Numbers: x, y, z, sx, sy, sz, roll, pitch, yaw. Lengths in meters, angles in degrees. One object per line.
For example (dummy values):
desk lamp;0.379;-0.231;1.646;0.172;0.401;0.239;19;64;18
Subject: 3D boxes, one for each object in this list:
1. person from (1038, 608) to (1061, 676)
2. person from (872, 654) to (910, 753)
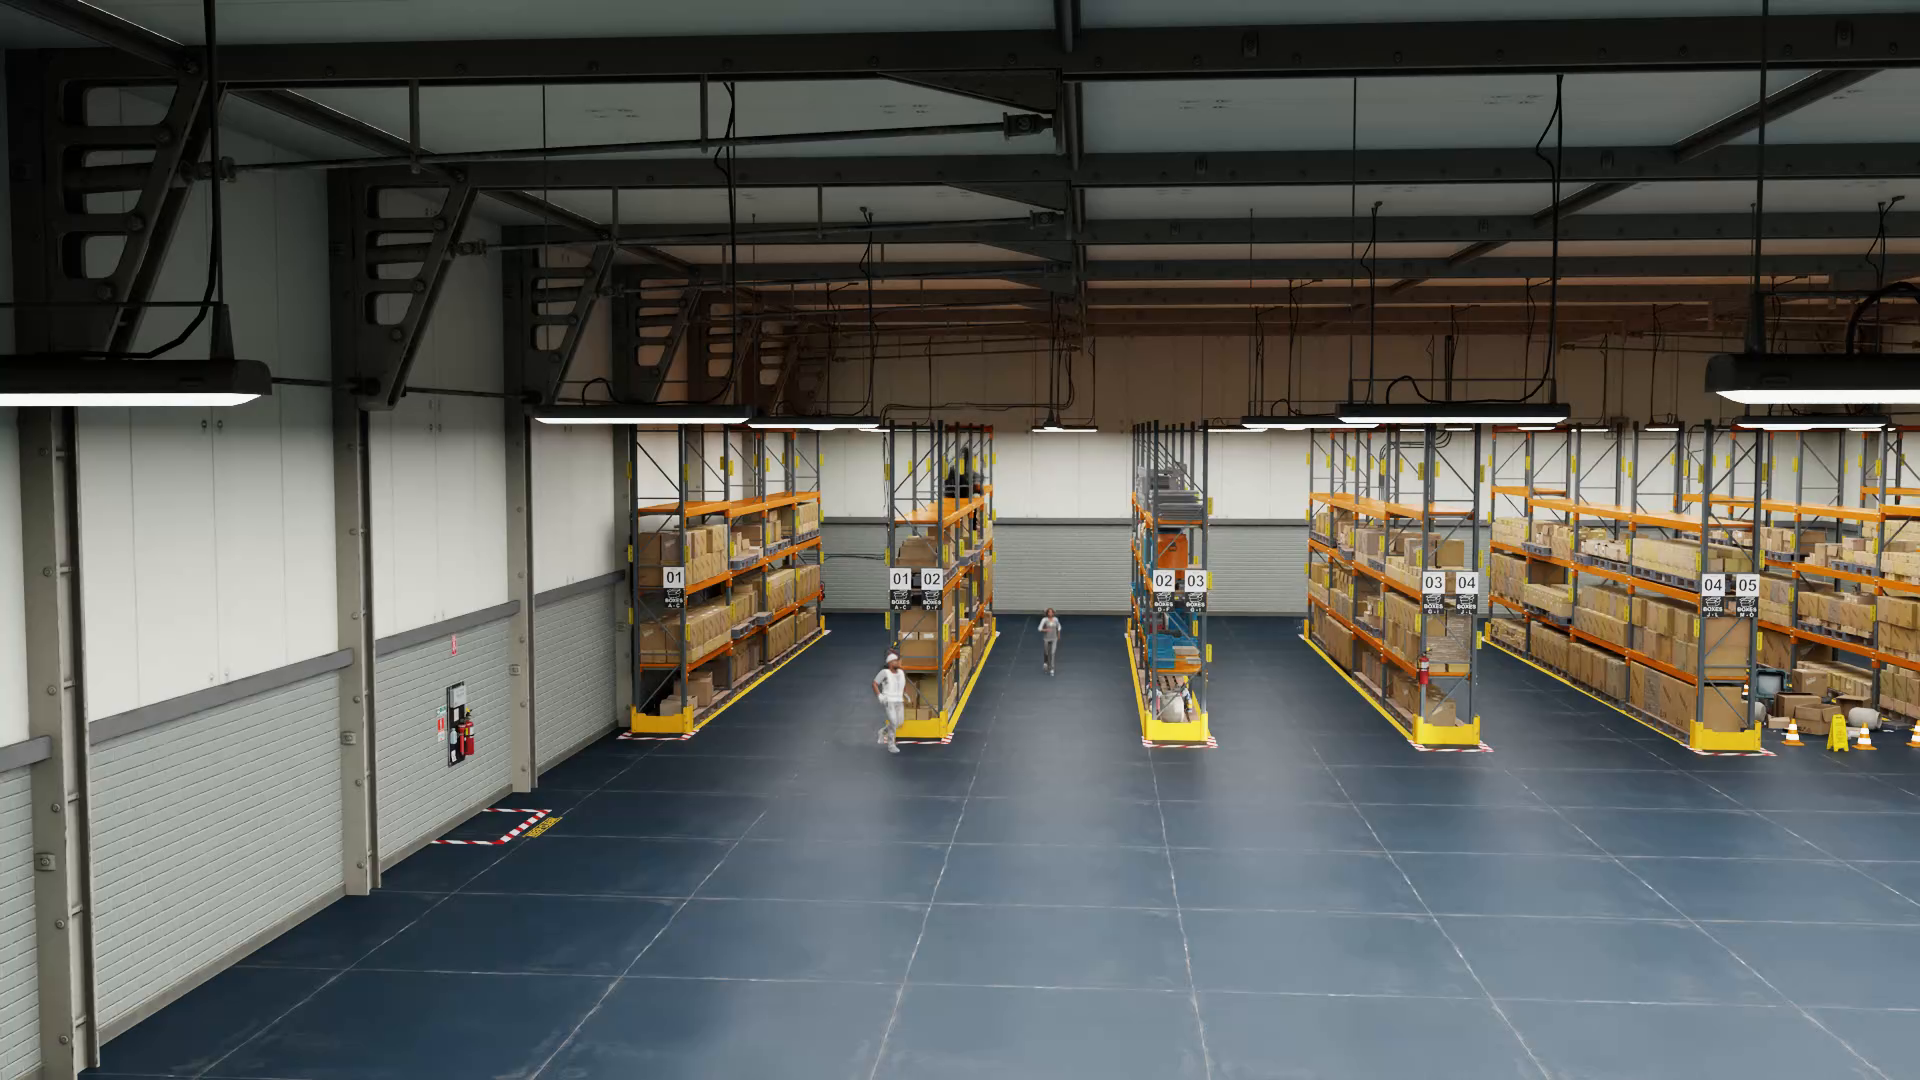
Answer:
person;2.140;2.398;39.645;0.568;1.587;0.852;0;4;-6
person;-1.231;2.950;30.207;0.728;1.748;0.655;-3;5;-41
